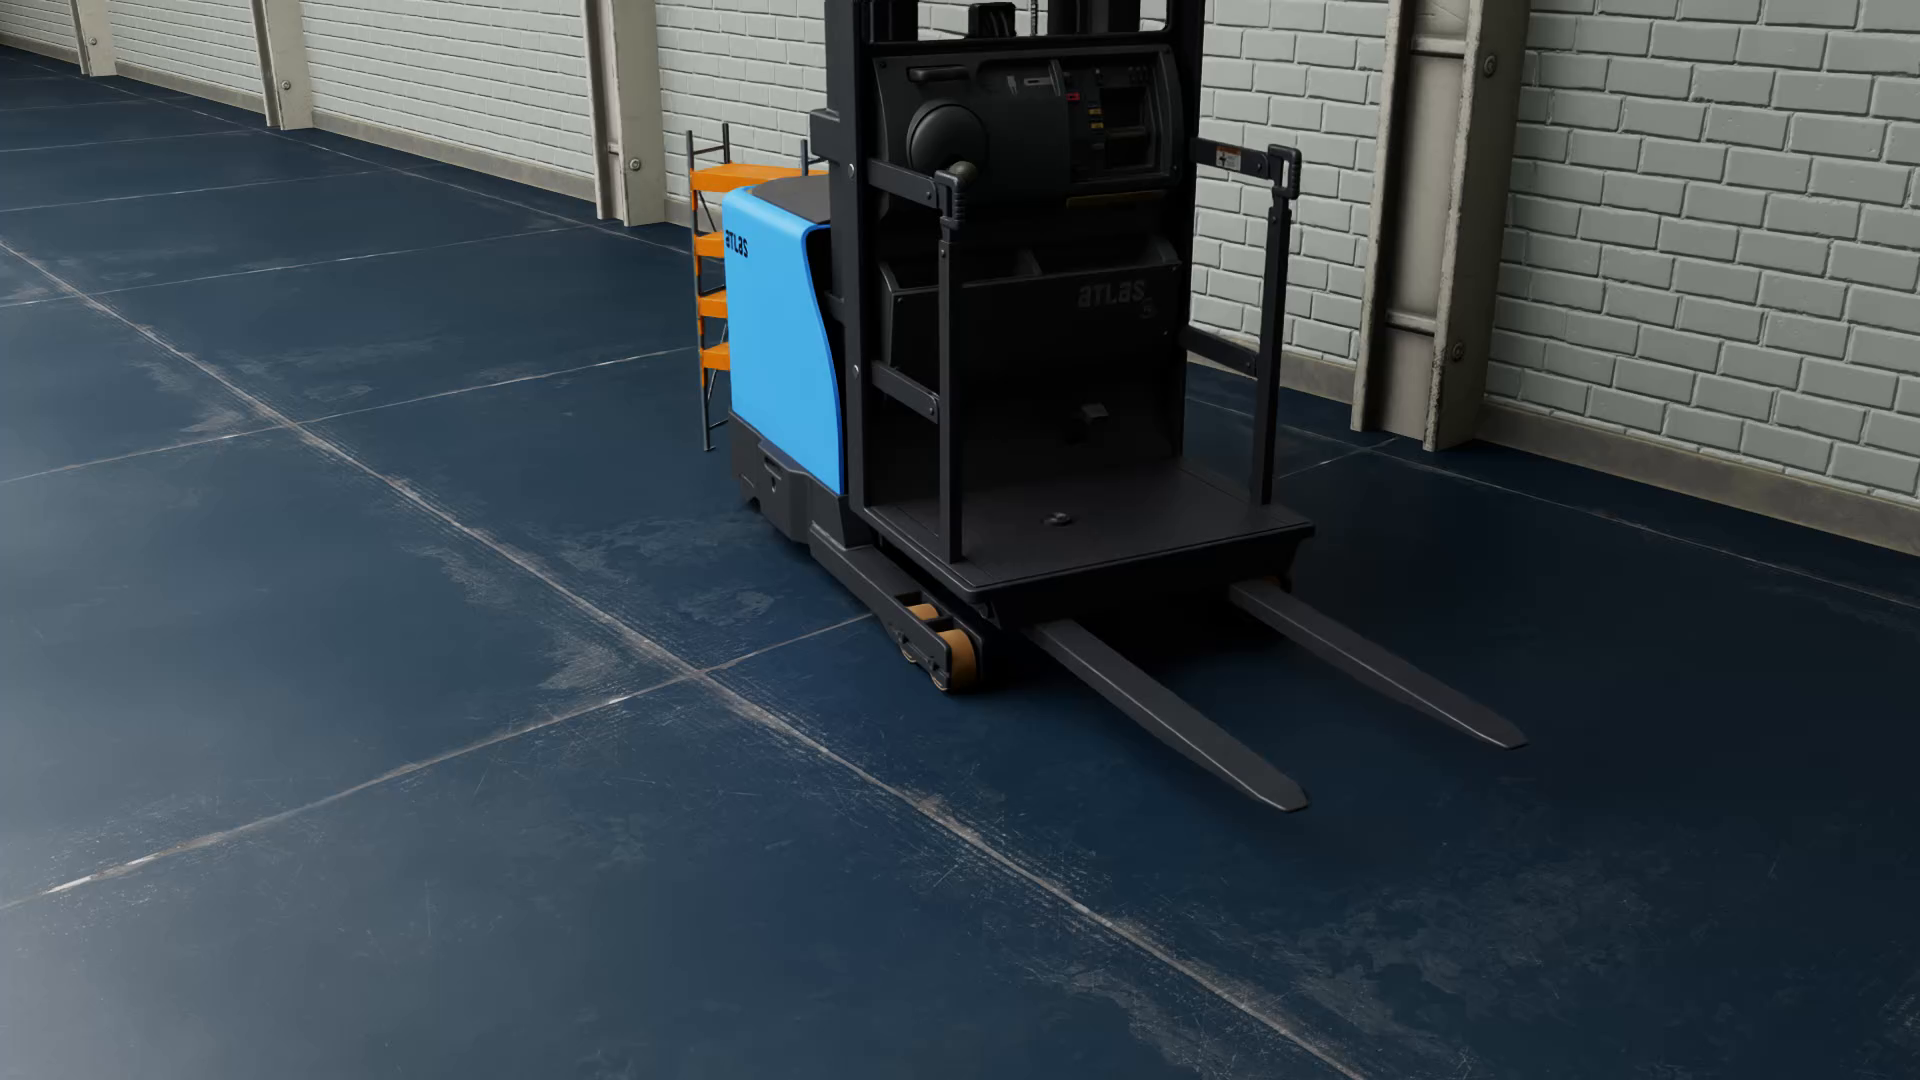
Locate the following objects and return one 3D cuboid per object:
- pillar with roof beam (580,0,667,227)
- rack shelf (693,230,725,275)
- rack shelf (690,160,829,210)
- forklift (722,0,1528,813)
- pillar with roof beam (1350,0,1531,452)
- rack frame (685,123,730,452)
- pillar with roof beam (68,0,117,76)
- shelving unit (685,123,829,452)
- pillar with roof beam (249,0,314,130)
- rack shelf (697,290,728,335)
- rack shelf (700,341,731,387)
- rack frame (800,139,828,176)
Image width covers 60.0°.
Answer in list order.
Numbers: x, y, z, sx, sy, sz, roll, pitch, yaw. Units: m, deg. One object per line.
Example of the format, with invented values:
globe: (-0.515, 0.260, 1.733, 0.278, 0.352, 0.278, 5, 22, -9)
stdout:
pillar with roof beam: (-5.383, -5.248, 6.545, 9.100, 9.000, 0.400, -17, 27, -37)
rack shelf: (-0.698, -1.037, 6.058, 0.480, 0.148, 0.258, 11, 24, 26)
rack shelf: (-0.698, -1.258, 5.972, 0.480, 0.148, 0.258, 11, 24, 26)
forklift: (0.299, -1.144, 4.385, 1.130, 2.935, 3.031, -10, 24, -25)
pillar with roof beam: (-1.467, -3.591, 2.312, 9.100, 9.000, 0.400, -17, 27, -37)
rack frame: (-0.913, -0.934, 6.223, 0.015, 1.200, 0.240, 11, 24, 26)
pillar with roof beam: (-13.216, -8.564, 15.009, 9.100, 9.000, 0.400, -17, 27, -37)
shelving unit: (-0.698, -0.892, 6.116, 0.503, 1.200, 0.258, 11, 24, 26)
pillar with roof beam: (-9.300, -6.906, 10.777, 9.100, 9.000, 0.400, -17, 27, -37)
rack shelf: (-0.698, -0.829, 6.140, 0.480, 0.148, 0.258, 11, 24, 26)
rack shelf: (-0.698, -0.644, 6.212, 0.480, 0.148, 0.258, 11, 24, 26)
rack frame: (-0.483, -0.849, 6.008, 0.015, 1.200, 0.240, 11, 24, 26)
